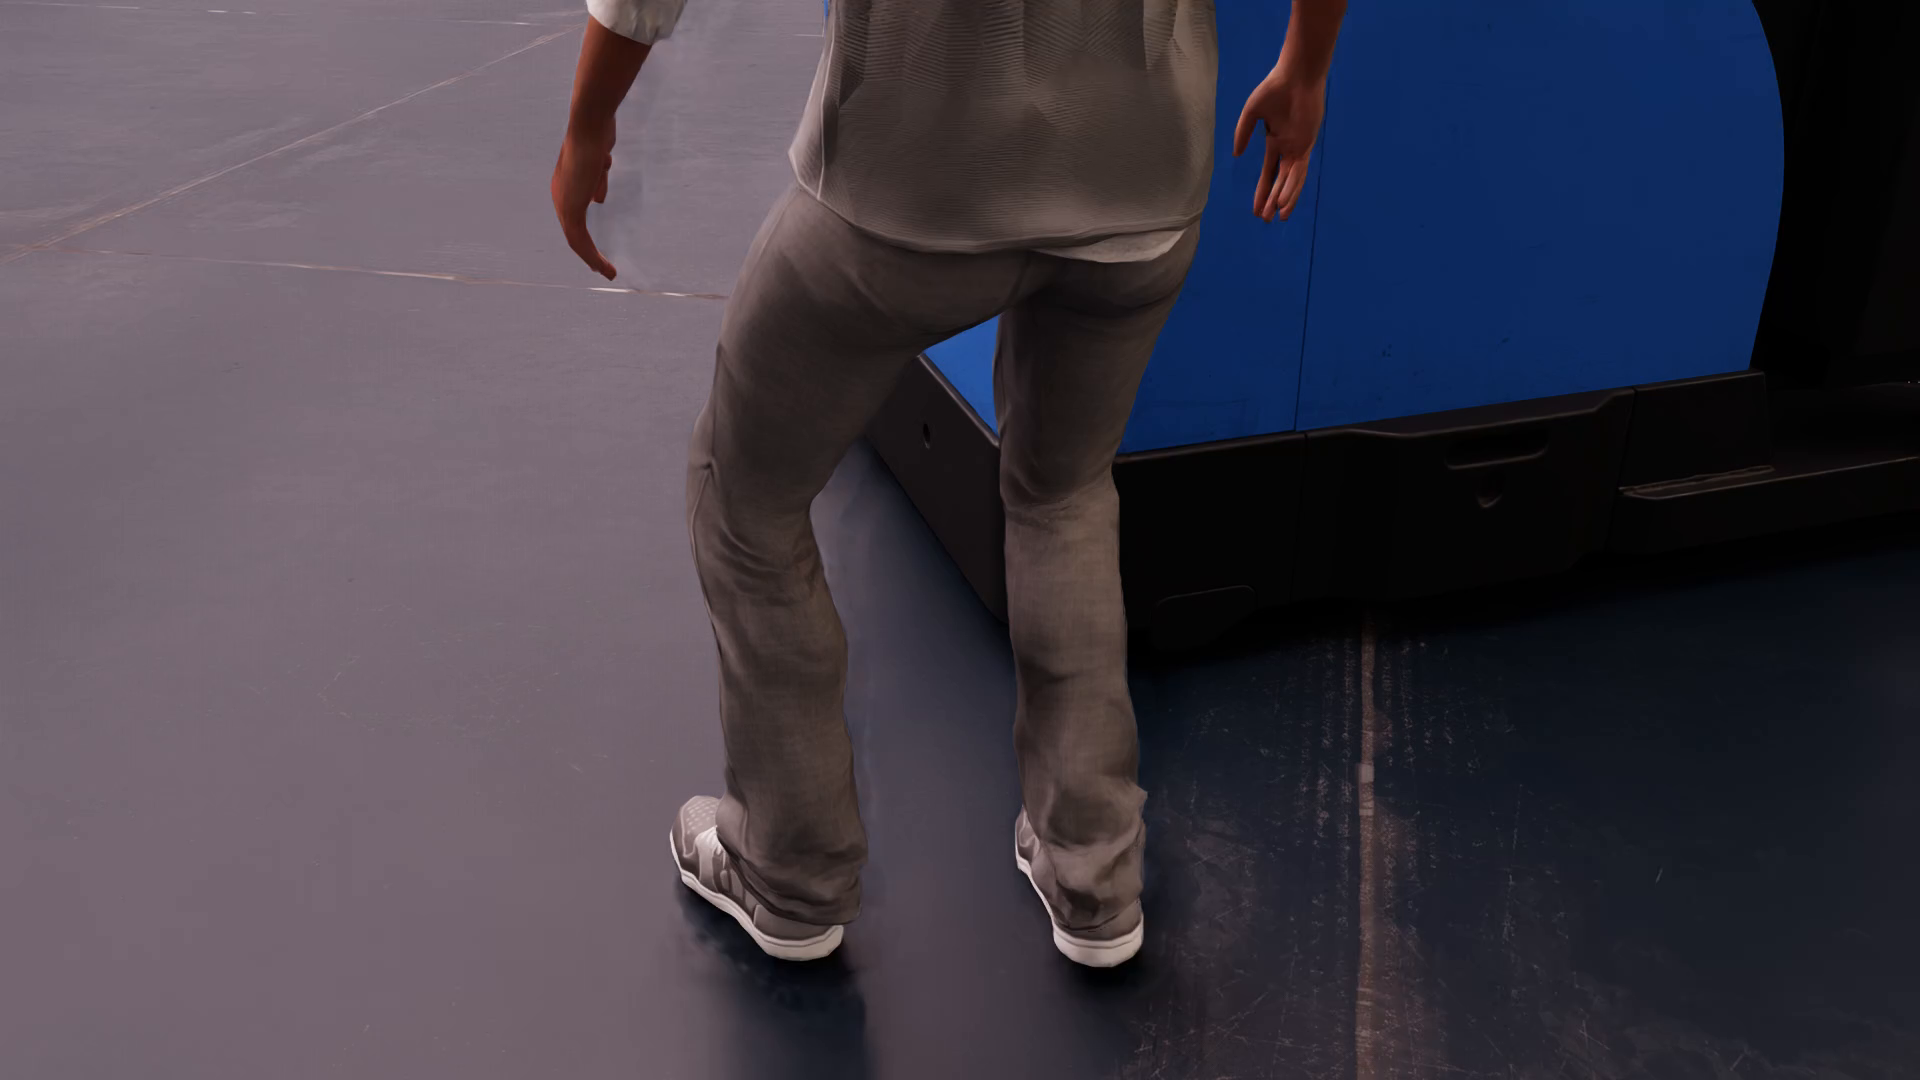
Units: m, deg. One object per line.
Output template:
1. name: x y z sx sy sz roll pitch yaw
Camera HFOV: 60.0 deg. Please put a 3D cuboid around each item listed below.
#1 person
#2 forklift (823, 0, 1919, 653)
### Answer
1. person: 0.003 -0.323 1.414 0.694 1.553 0.412 -11 29 -20
2. forklift: 1.347 -1.544 2.306 3.031 2.935 1.130 -8 28 -16
